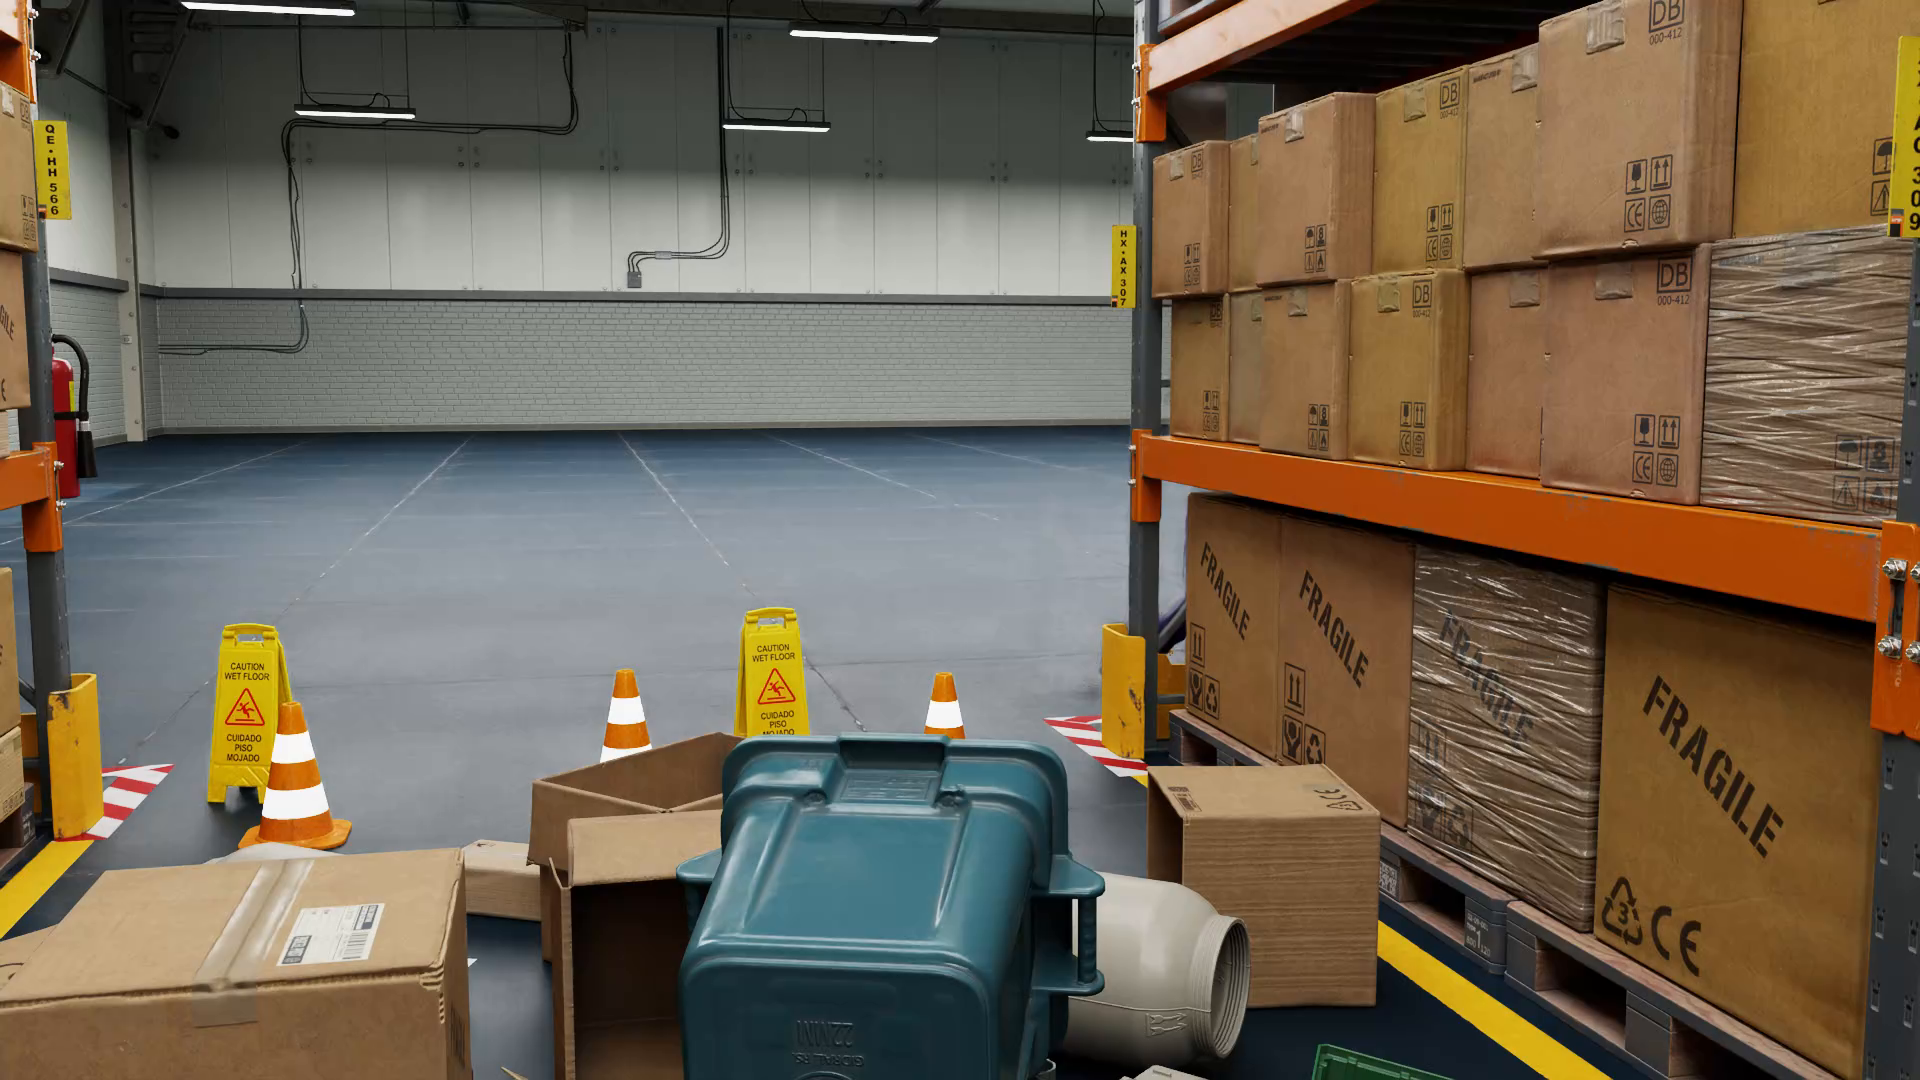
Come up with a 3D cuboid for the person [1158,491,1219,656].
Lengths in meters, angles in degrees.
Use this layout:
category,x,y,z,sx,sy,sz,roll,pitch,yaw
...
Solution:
category,x,y,z,sx,sy,sz,roll,pitch,yaw
person,1.270,-0.061,7.966,0.794,1.627,0.580,-1,6,-12
